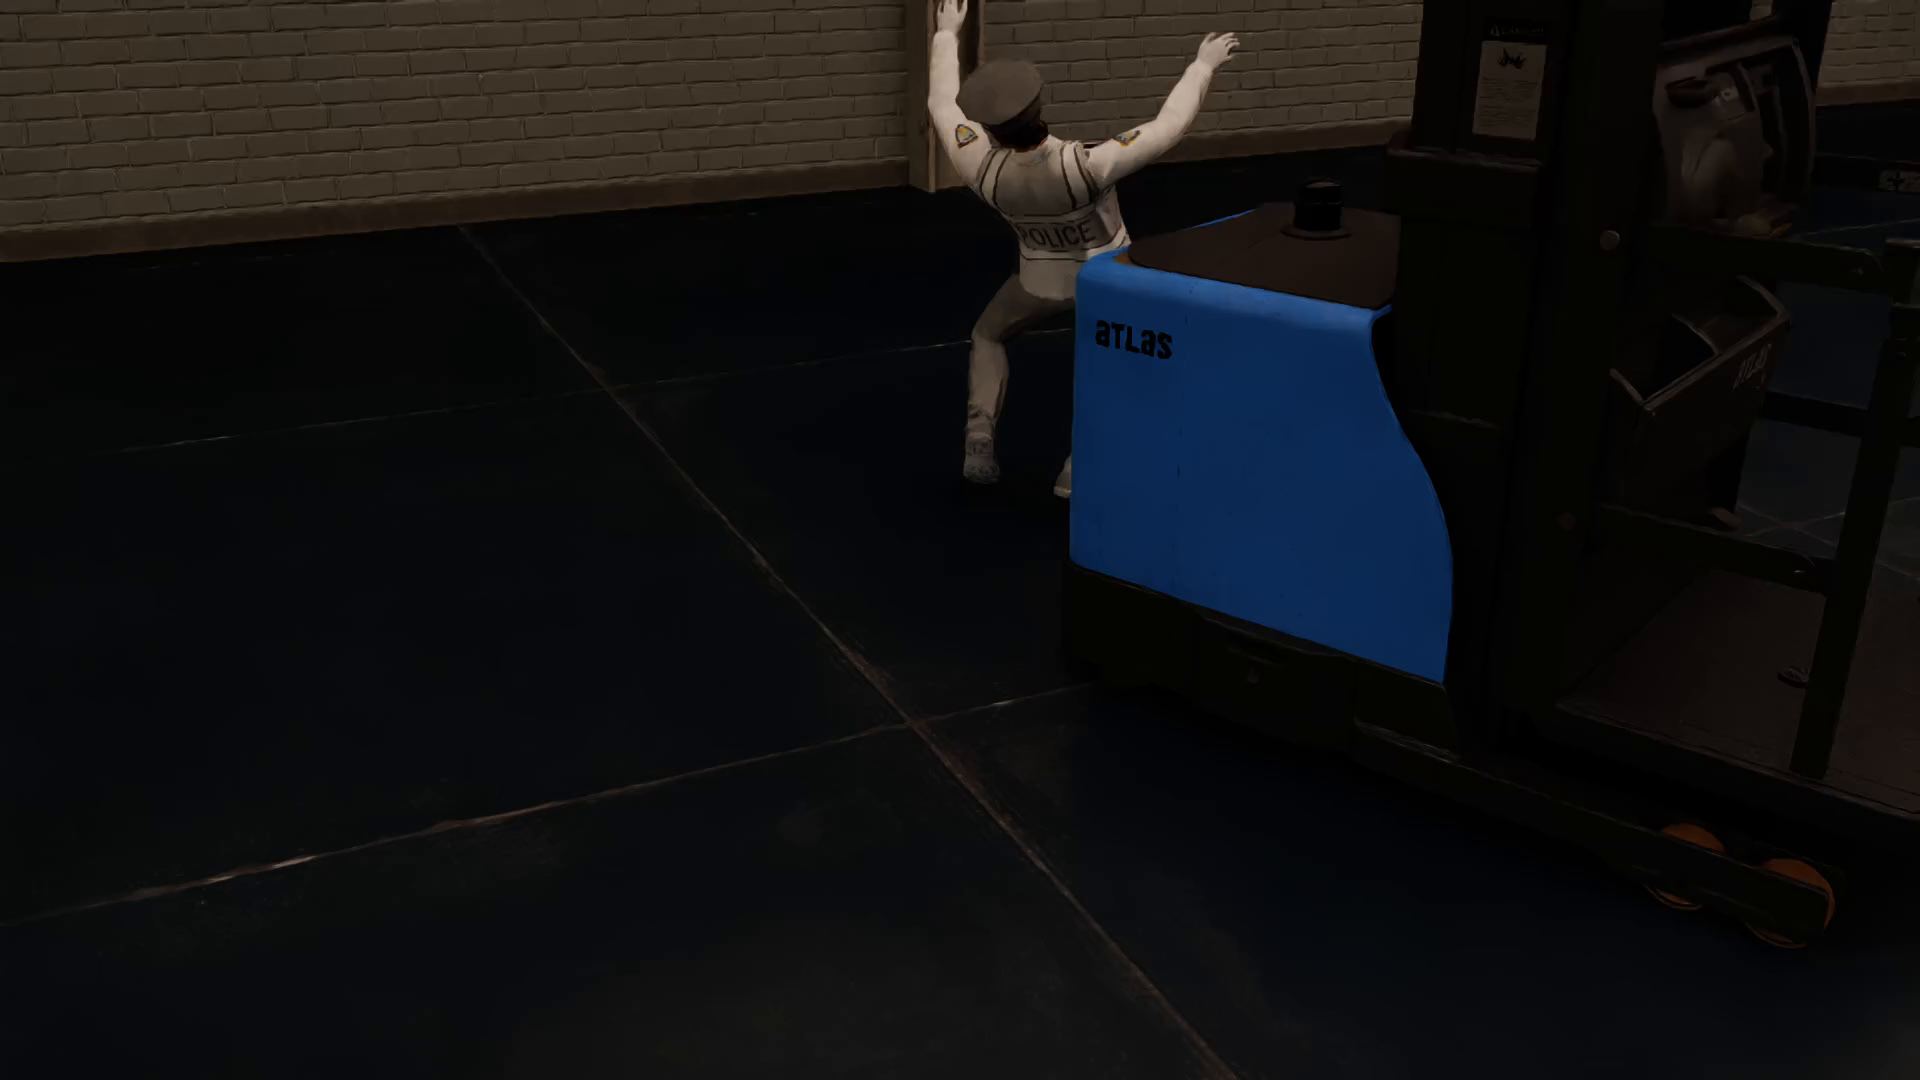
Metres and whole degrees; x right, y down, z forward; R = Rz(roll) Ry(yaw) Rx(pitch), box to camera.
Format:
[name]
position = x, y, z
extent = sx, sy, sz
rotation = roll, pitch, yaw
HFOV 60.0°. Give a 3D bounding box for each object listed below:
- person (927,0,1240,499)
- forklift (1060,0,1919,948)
[person]
position = 0.317, -0.851, 5.111
extent = 0.917, 1.551, 0.724
rotation = 7, 24, 16
[forklift]
position = 1.708, -0.796, 3.201
extent = 3.031, 2.935, 1.130
rotation = 18, 29, 37
